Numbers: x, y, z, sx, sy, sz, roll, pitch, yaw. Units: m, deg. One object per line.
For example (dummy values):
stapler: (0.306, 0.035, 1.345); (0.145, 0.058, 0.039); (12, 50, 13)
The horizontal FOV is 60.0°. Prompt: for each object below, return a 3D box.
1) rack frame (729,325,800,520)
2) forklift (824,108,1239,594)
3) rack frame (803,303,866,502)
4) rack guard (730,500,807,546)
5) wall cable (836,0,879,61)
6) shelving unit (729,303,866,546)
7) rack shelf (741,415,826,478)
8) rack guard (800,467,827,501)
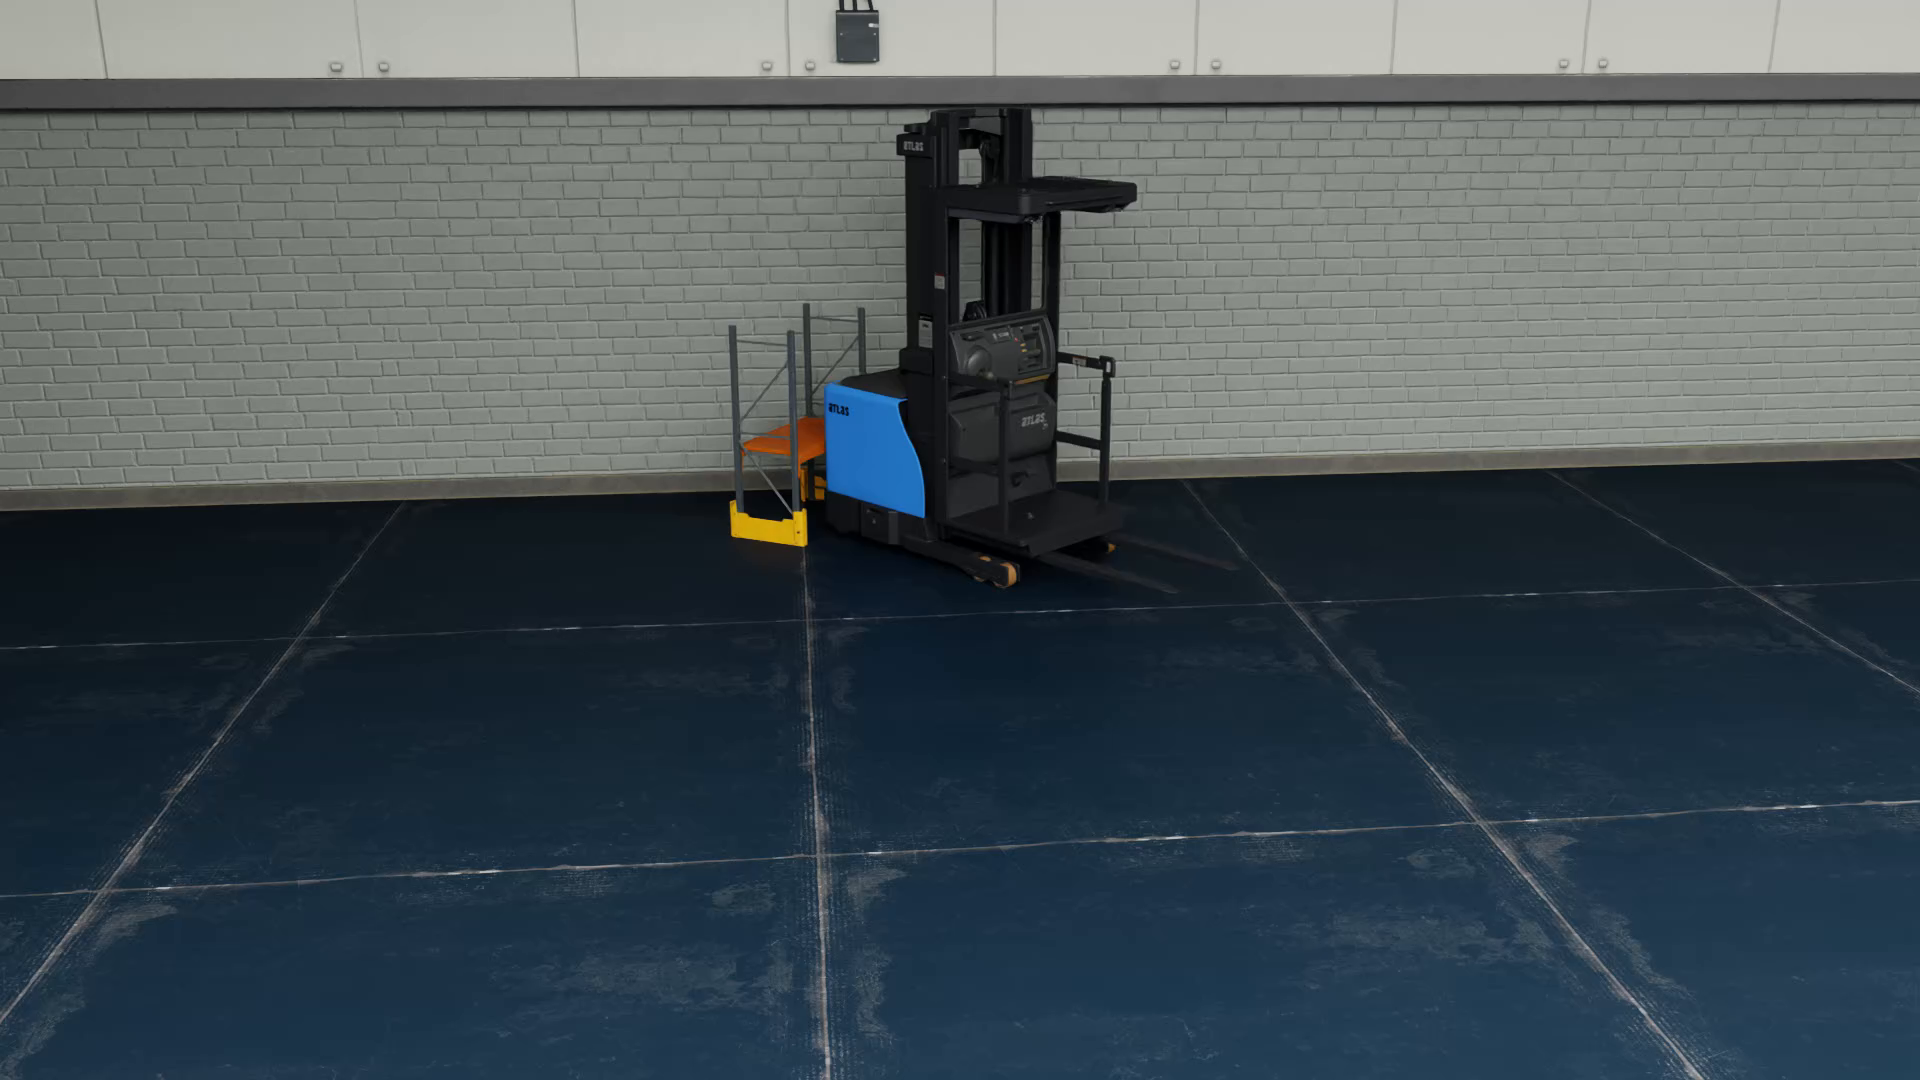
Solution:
rack frame: (-1.342, -0.716, 11.455); (0.500, 1.500, 0.032); (8, 19, 23)
forklift: (0.436, -1.261, 10.799); (3.031, 2.935, 1.130); (17, 24, 42)
rack frame: (-0.921, -0.993, 12.338); (0.500, 1.500, 0.032); (8, 19, 23)
rack guard: (-1.342, -0.120, 11.643); (0.587, 0.250, 0.087); (8, 19, 23)
wall cable: (0.261, -6.347, 11.194); (2.305, 6.003, 0.169); (-2, 18, -6)
shelving unit: (-1.135, -0.852, 11.888); (0.587, 1.500, 1.083); (8, 19, 23)
rack shelf: (-1.132, -0.683, 11.950); (0.538, 0.185, 1.000); (8, 19, 23)
rack guard: (-0.929, -0.392, 12.508); (0.587, 0.250, 0.087); (8, 19, 23)
